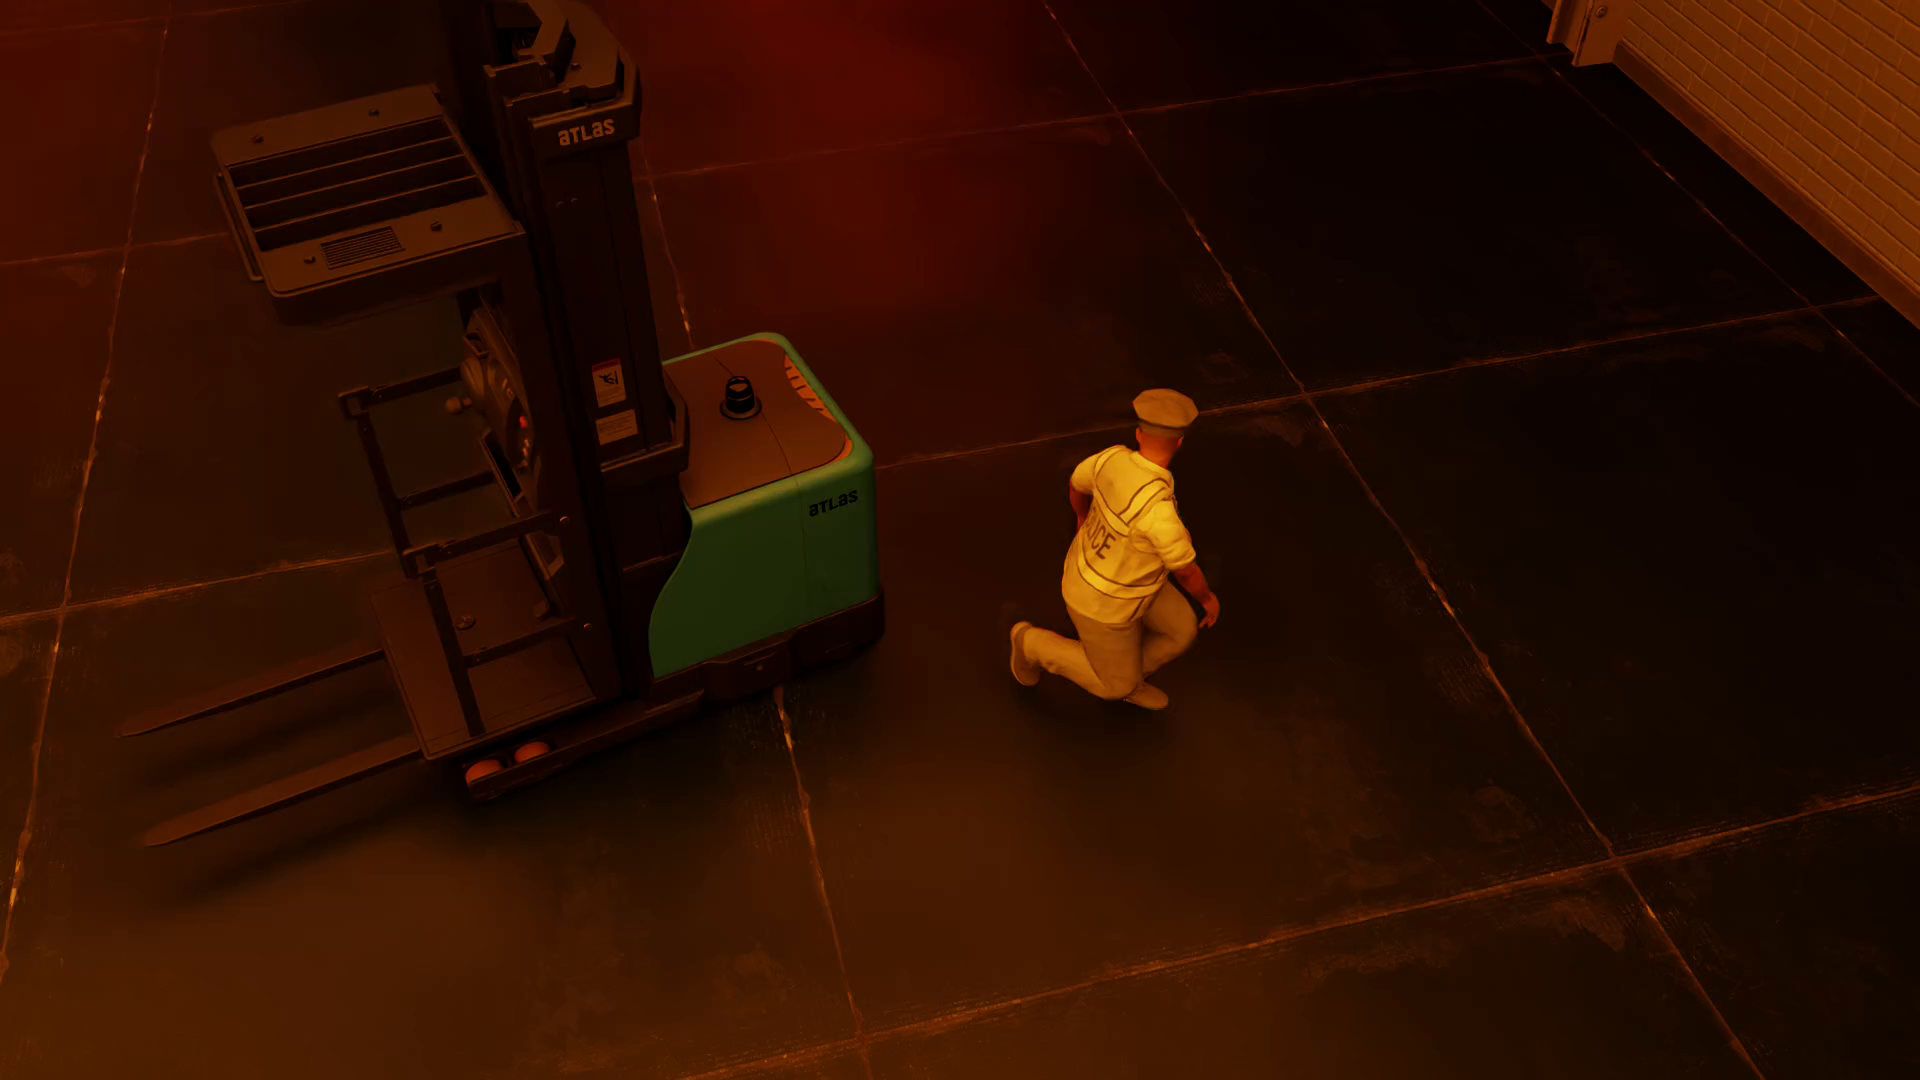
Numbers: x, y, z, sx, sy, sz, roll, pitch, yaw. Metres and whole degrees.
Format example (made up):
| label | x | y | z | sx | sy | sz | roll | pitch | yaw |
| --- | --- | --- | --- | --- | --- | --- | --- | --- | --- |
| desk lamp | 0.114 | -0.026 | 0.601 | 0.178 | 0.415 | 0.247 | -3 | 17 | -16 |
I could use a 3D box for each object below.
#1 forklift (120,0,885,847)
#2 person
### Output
| label | x | y | z | sx | sy | sz | roll | pitch | yaw |
| --- | --- | --- | --- | --- | --- | --- | --- | --- | --- |
| forklift | -1.875 | -0.441 | 6.112 | 3.031 | 2.935 | 1.130 | -20 | 47 | -20 |
| person | 0.626 | 0.091 | 6.622 | 0.830 | 1.512 | 0.654 | 6 | 44 | 6 |
